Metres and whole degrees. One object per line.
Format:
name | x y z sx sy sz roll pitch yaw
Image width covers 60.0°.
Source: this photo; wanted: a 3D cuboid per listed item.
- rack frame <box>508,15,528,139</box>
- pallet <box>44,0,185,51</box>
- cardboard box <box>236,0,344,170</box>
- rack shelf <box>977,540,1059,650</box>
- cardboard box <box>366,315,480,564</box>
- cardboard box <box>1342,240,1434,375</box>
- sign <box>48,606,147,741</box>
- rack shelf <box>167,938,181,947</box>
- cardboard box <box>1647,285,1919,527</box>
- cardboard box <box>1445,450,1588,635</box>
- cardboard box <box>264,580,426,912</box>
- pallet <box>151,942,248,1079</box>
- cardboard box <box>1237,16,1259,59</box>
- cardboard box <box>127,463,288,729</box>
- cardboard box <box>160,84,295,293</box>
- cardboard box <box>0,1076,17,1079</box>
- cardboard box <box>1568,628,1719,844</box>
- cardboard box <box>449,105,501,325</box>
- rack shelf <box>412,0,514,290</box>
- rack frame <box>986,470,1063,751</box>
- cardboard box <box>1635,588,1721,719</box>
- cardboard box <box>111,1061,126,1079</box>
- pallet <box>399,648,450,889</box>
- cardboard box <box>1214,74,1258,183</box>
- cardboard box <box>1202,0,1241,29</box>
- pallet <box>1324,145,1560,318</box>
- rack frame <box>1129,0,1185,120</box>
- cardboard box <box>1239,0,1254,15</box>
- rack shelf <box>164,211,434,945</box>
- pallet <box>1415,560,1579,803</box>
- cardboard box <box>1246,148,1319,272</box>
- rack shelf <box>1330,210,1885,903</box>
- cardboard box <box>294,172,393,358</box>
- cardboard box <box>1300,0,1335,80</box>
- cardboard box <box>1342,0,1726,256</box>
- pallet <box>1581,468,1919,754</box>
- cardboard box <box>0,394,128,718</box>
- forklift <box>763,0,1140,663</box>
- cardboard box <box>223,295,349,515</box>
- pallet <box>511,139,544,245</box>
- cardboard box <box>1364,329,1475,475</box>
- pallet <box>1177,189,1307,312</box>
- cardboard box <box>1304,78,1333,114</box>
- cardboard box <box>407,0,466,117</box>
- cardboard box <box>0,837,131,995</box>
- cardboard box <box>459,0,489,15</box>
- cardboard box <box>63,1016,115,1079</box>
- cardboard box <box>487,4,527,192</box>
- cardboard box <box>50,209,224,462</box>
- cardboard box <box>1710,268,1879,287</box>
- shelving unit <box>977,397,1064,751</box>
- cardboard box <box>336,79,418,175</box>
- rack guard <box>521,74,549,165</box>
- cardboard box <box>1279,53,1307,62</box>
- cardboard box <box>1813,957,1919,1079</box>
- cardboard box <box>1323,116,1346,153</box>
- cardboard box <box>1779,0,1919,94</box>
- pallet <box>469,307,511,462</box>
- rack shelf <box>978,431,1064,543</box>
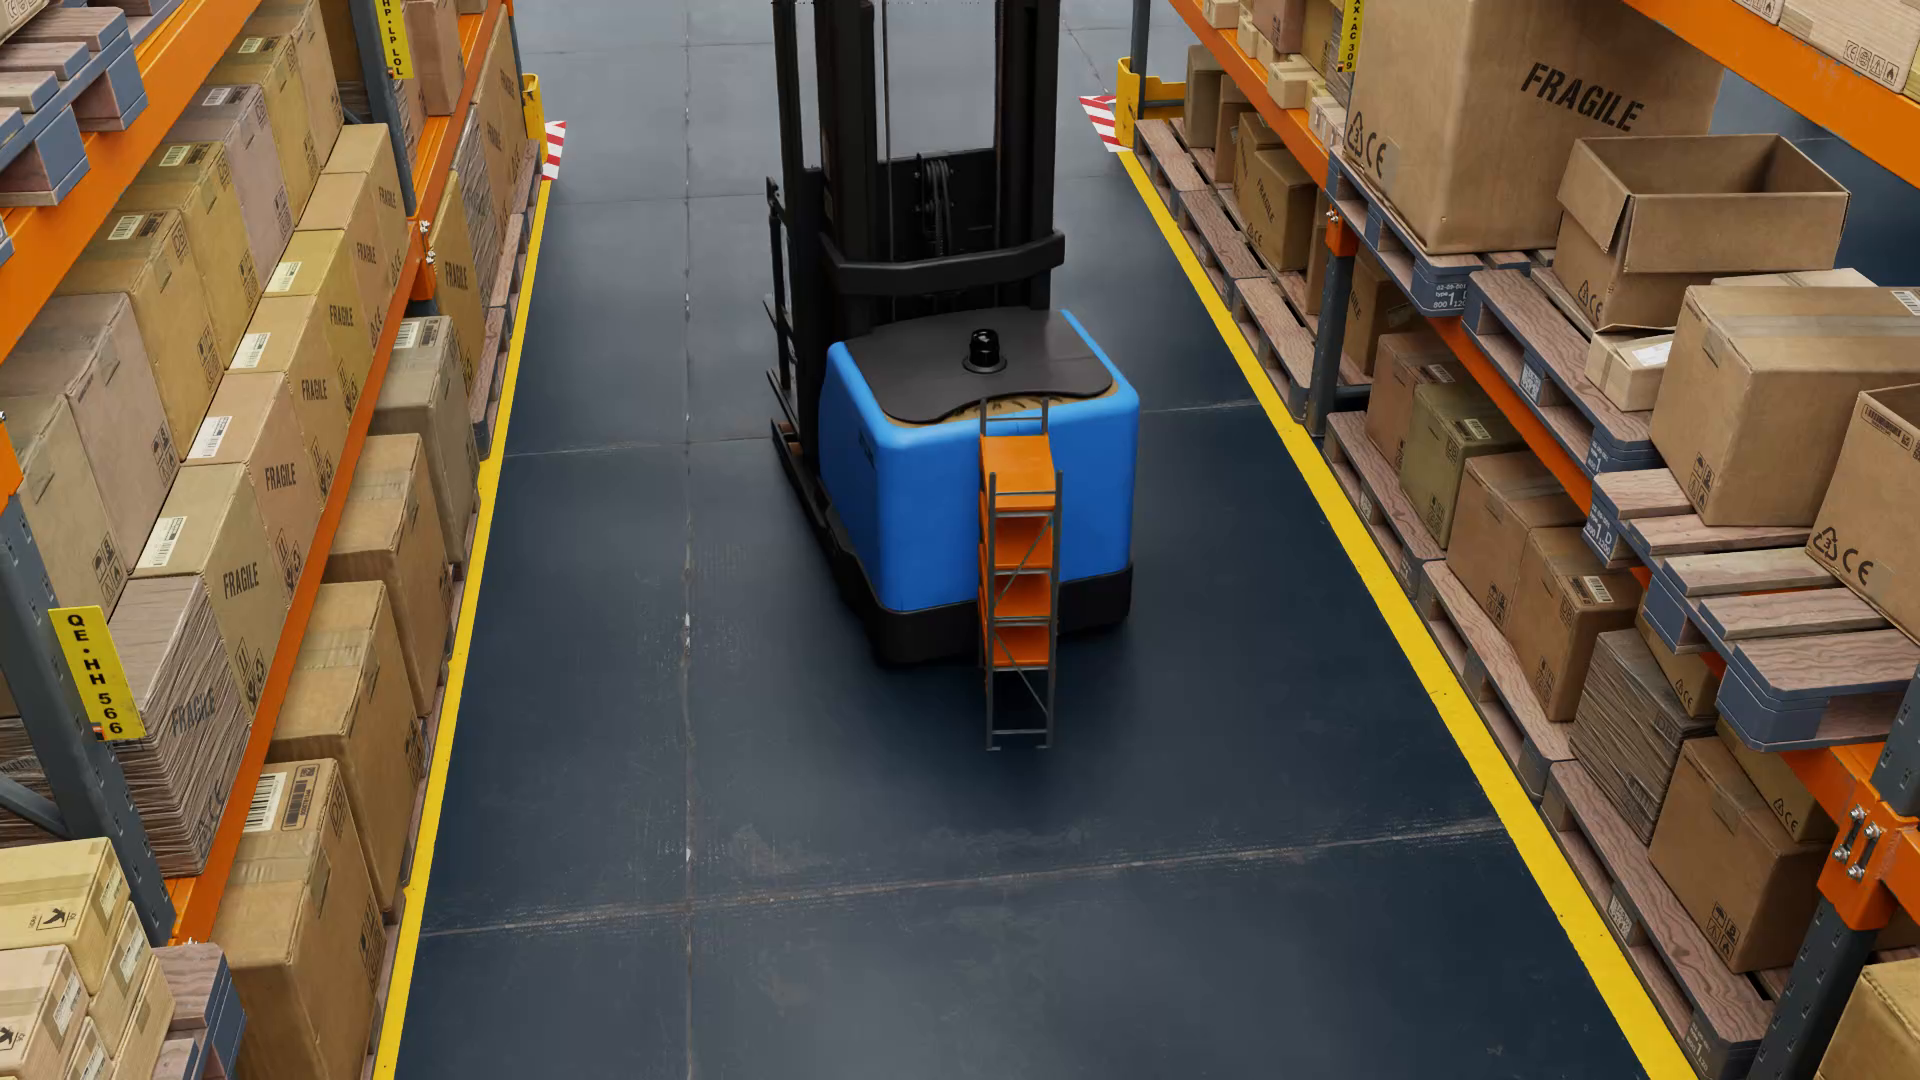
rack frame | -3.295 -3.708 10.028 1.000 3.000 0.127 -4 35 -6
pallet | -2.512 -1.385 4.123 1.003 0.211 1.213 -3 34 -4
cardboard box | -2.684 -1.654 6.037 0.700 0.500 0.500 -5 35 -7
rack shelf | 0.204 0.192 6.023 0.258 0.148 0.480 -2 34 -2
cardboard box | -2.584 -0.381 6.770 1.050 0.750 0.750 -5 35 -7
cardboard box | 2.157 -1.162 8.139 0.500 0.500 0.500 -5 35 -8
sign | -1.683 0.264 3.242 0.100 0.325 0.005 -4 35 -6
rack shelf | -1.950 2.169 2.042 1.077 0.370 4.000 -4 35 -6
cardboard box | 2.423 -0.381 4.683 0.700 0.500 0.500 0 34 1
cardboard box | 2.354 -0.020 6.445 0.700 0.500 0.500 -7 35 -10
cardboard box | -2.333 0.678 5.217 1.050 0.750 0.750 -4 34 -6
pallet | -2.018 1.225 2.960 1.213 0.211 1.003 -4 35 -6
cardboard box | 1.664 -2.628 8.665 0.380 0.149 0.250 -4 35 -6
cardboard box | -2.083 0.160 4.263 0.500 0.500 0.500 -5 35 -7
cardboard box | -2.546 -1.085 5.202 0.700 0.500 0.500 -4 34 -6
cardboard box | -1.632 0.965 2.492 0.380 0.149 0.250 -3 34 -5
cardboard box | 2.512 0.607 5.525 0.700 0.500 0.500 -7 35 -10
cardboard box | -2.897 -1.631 8.493 0.875 0.875 0.875 -4 34 -6
rack shelf | -3.026 -2.295 8.593 1.077 0.370 4.000 -4 35 -6
rack frame | 0.217 0.273 5.784 0.240 1.200 0.015 -2 34 -2
cardboard box | 2.508 0.311 5.293 0.500 0.250 0.500 -1 34 -1
cardboard box | -1.666 1.065 2.873 0.380 0.149 0.250 -4 35 -7
pallet | -2.411 0.783 5.913 1.003 0.211 1.213 -4 35 -6
cardboard box | 1.815 -2.488 10.083 0.500 0.500 0.500 4 35 6
cardboard box | 1.541 -2.902 9.068 0.380 0.149 0.250 -4 35 -6
pallet | 2.130 -1.279 6.633 1.003 0.211 1.213 -4 35 -6
rack frame | 1.634 -4.028 10.497 1.000 3.000 0.127 -4 35 -6
cardboard box | 1.947 -3.051 8.710 0.875 0.500 0.500 -4 35 -6
rack shelf | -2.488 -0.063 5.318 1.077 0.370 4.000 -4 35 -6
pallet | 2.445 0.473 6.368 1.003 0.211 1.213 -4 35 -6
cardboard box | 1.911 -1.822 9.107 0.500 0.500 0.500 -7 35 -11
rack shelf | 2.440 -0.382 5.786 1.077 0.370 4.000 -4 35 -6
cardboard box | -2.354 -0.965 5.913 0.500 0.500 0.500 -5 35 -7
cardboard box | 2.140 -2.497 7.898 0.875 0.500 0.500 -4 35 -6
cardboard box | 2.140 -1.763 6.268 1.000 1.000 1.000 -4 34 -6
pallet | 2.508 0.126 4.572 1.213 0.211 1.003 -4 35 -6
cardboard box | -2.270 0.050 3.536 0.700 0.500 0.500 -5 35 -7
forklift | -0.249 -1.561 6.939 1.130 2.935 3.031 -10 36 -15
cardboard box | -2.215 -0.400 5.084 0.500 0.500 0.500 -5 35 -7
pallet | -3.110 -2.116 10.167 1.003 0.211 1.213 -4 35 -6
cardboard box | 2.233 -0.600 7.296 0.700 0.500 0.500 -7 35 -10
pallet | 1.879 -1.698 9.554 1.003 0.211 1.213 -4 35 -6
cardboard box | 1.853 -2.074 7.853 0.380 0.149 0.250 -4 35 -6
cardboard box | -2.871 -2.359 7.914 0.875 0.550 0.550 -4 35 -6
cardboard box | -1.699 0.679 2.912 0.380 0.149 0.250 -6 35 -8
cardboard box | -3.105 -3.262 9.239 0.875 0.550 0.550 -4 35 -6
cardboard box | -1.664 0.953 2.774 0.380 0.149 0.250 -3 34 -5
cardboard box | -3.138 -2.631 9.960 0.875 0.875 0.875 -4 34 -6
cardboard box | -2.410 -0.518 4.370 0.700 0.500 0.500 -5 35 -7
cardboard box | 2.712 -0.628 5.268 0.500 0.250 0.500 -5 35 -8
shelving unit | 0.204 0.136 5.985 0.258 1.200 0.503 -2 34 -2
cardboard box | -2.818 -1.743 7.011 0.875 0.550 0.550 -4 35 -6
rack guard | -3.298 -2.689 10.752 1.175 0.500 0.348 -4 35 -6
cardboard box | 1.806 -2.354 8.264 0.380 0.149 0.250 -4 35 -6
cardboard box | 2.782 1.528 3.859 1.225 0.875 0.875 -6 35 -9
cardboard box | 1.851 -1.789 7.435 0.380 0.149 0.250 -4 35 -6
cardboard box | 2.322 -1.264 3.910 0.500 0.250 0.500 -4 35 -7
pallet | -2.782 -0.754 8.169 1.003 0.211 1.213 -4 35 -6
rack shelf | 0.204 -0.189 5.764 0.258 0.148 0.480 -2 34 -2
